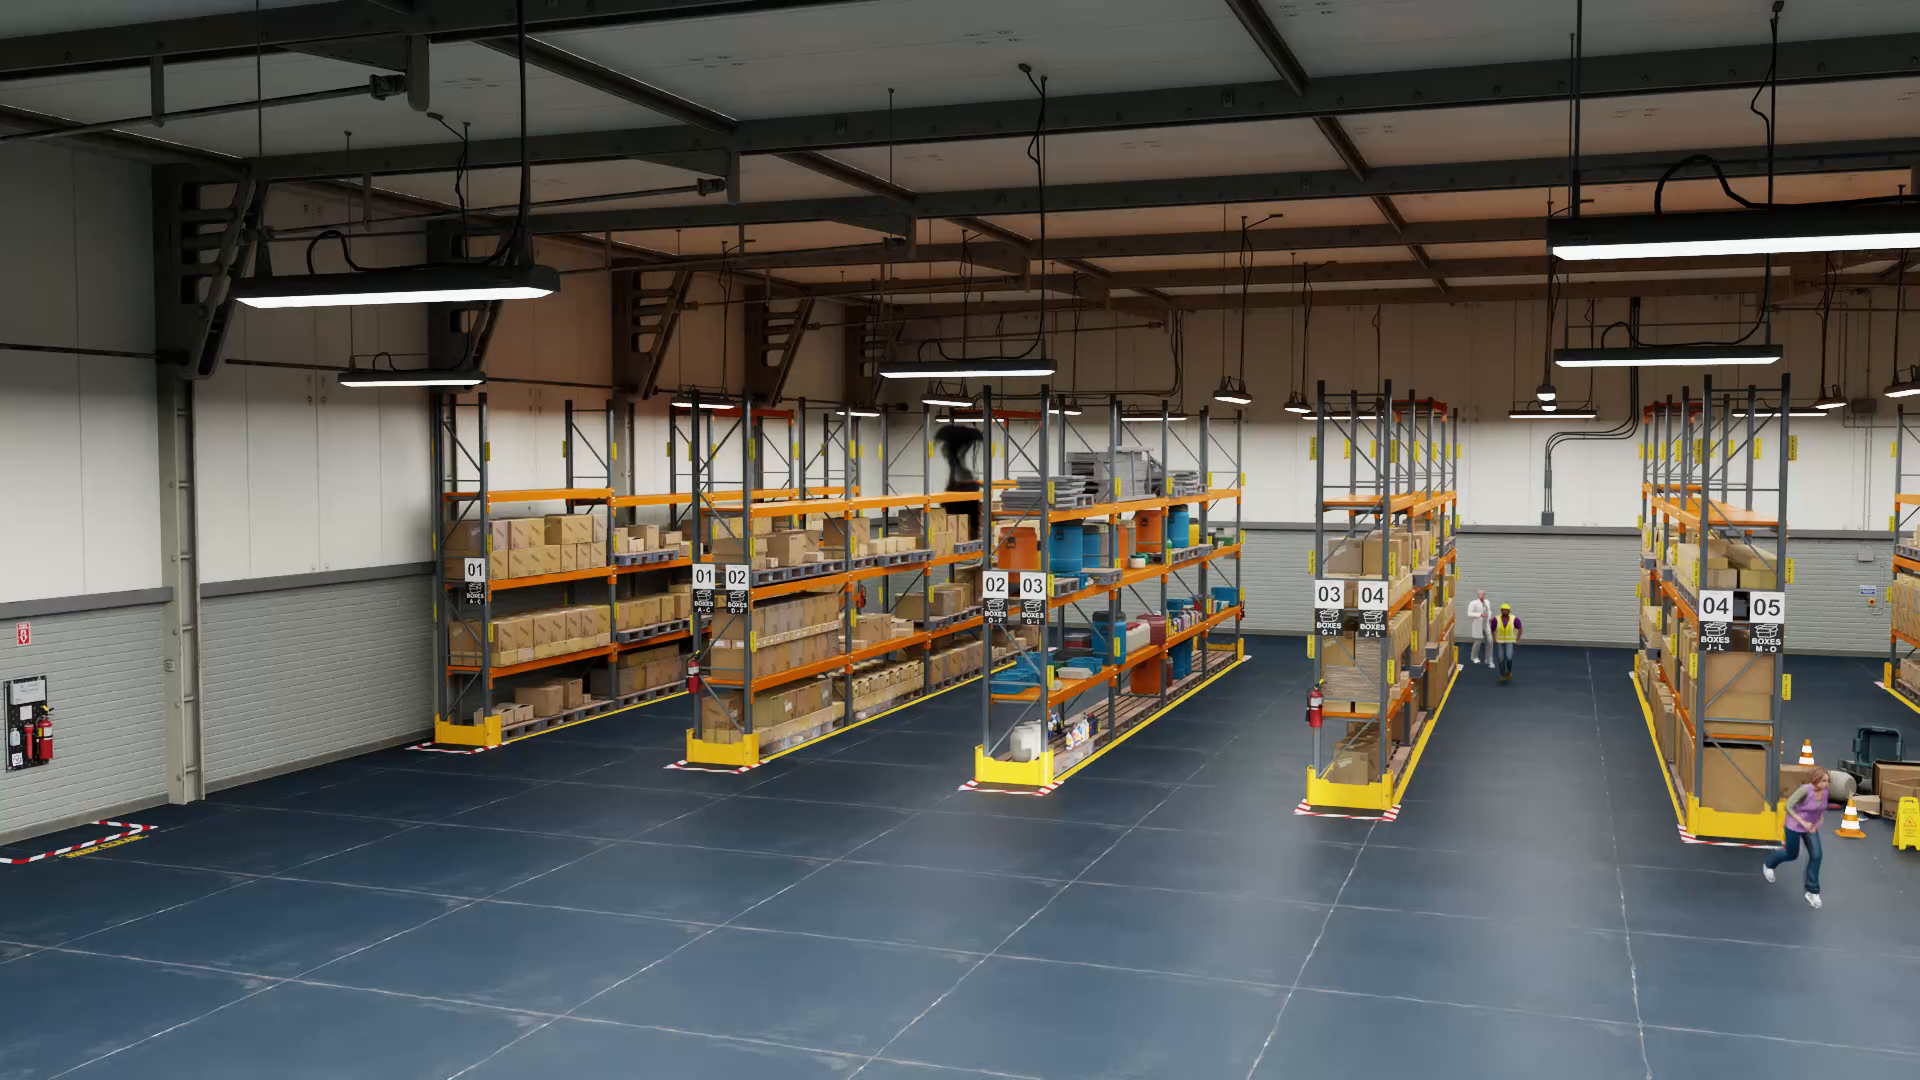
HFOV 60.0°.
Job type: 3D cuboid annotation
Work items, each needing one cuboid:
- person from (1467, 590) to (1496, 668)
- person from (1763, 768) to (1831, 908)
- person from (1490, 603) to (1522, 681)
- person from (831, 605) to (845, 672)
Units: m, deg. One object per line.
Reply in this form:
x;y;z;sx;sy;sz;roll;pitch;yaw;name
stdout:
12.126;2.066;38.822;0.708;1.838;0.854;-1;3;-10;person
9.382;3.271;18.661;0.572;1.534;0.916;-1;3;-18;person
11.823;2.218;36.032;0.653;1.703;0.699;1;3;23;person
-2.753;2.223;37.110;0.591;1.649;0.711;1;3;11;person
